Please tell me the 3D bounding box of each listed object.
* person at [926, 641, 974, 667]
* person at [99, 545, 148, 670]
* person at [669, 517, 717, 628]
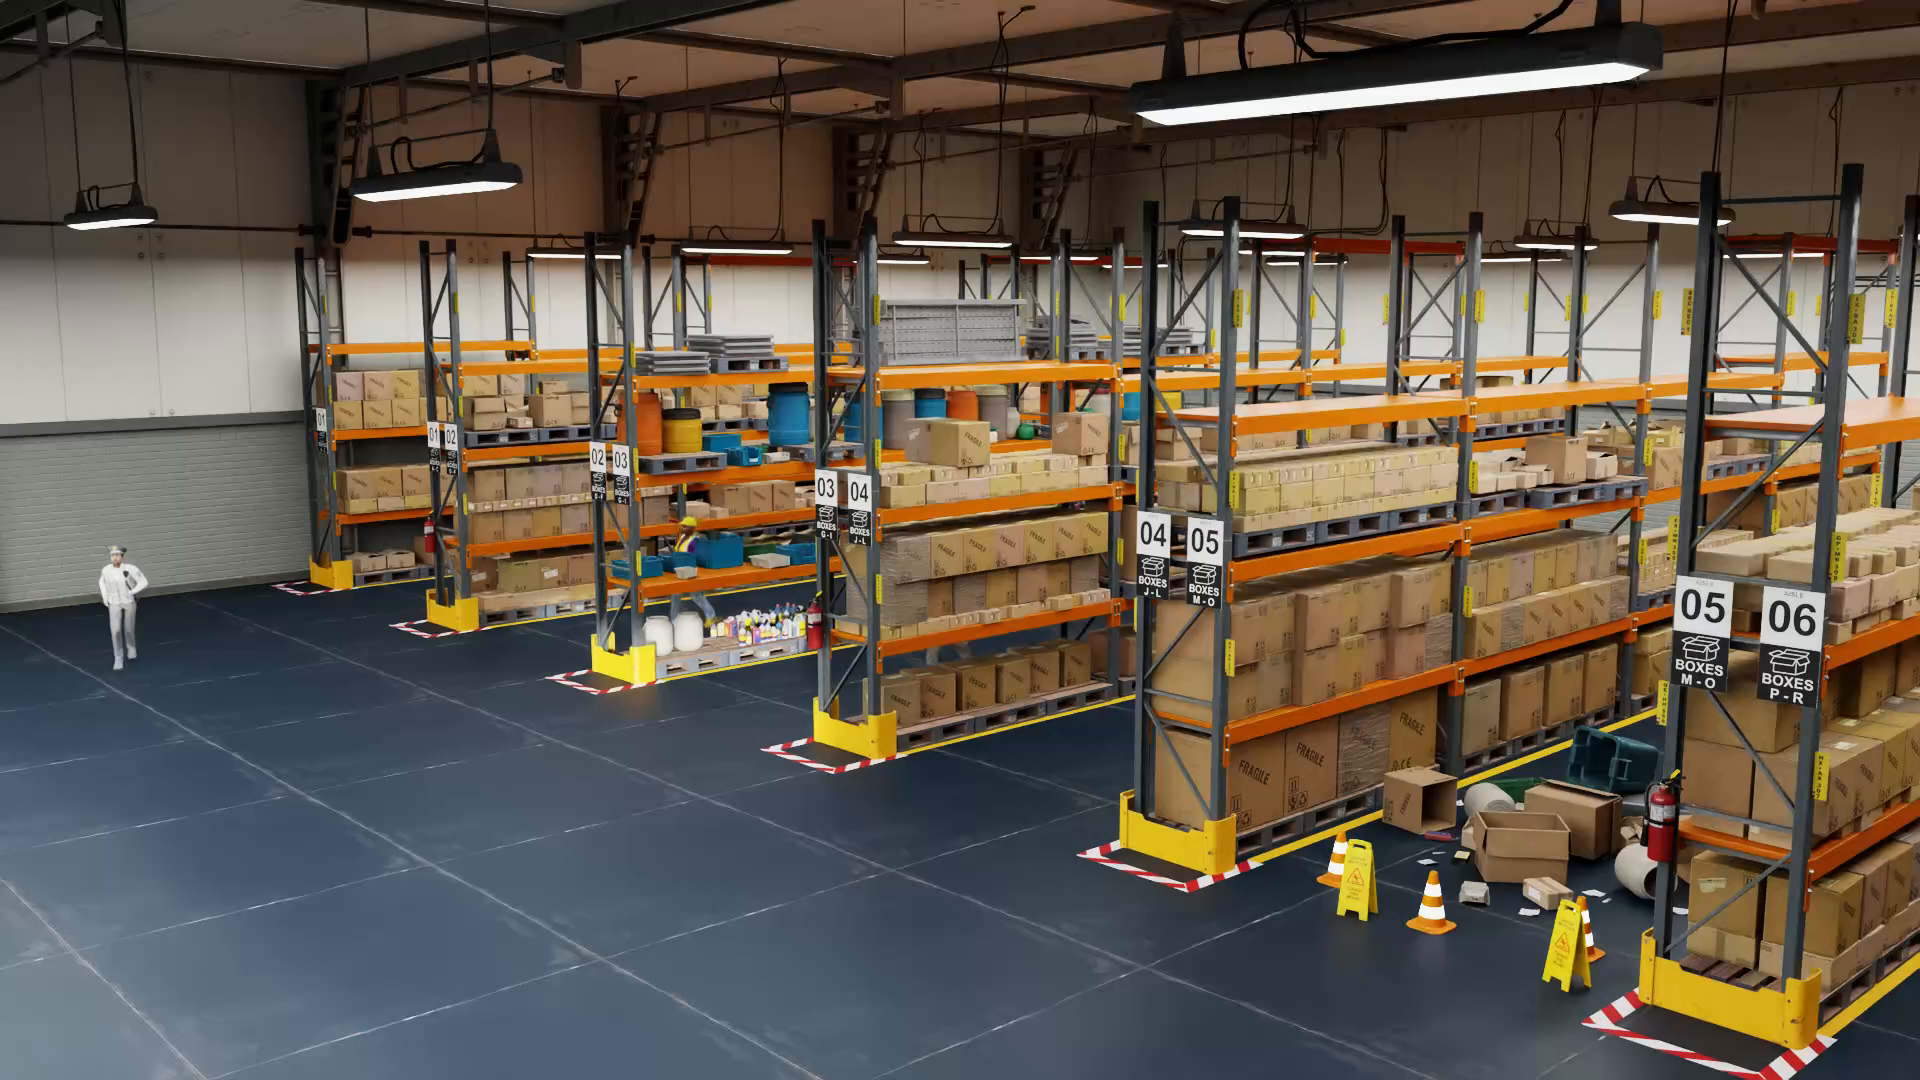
[{"bbox_3d":[-0.144,0.990,21.921,0.593,1.710,0.815,8,11,43],"label":"person"},{"bbox_3d":[-11.737,0.925,23.367,0.642,1.758,0.691,-2,9,-16],"label":"person"},{"bbox_3d":[-4.165,0.529,25.489,0.922,1.778,0.692,-8,12,-43],"label":"person"}]
